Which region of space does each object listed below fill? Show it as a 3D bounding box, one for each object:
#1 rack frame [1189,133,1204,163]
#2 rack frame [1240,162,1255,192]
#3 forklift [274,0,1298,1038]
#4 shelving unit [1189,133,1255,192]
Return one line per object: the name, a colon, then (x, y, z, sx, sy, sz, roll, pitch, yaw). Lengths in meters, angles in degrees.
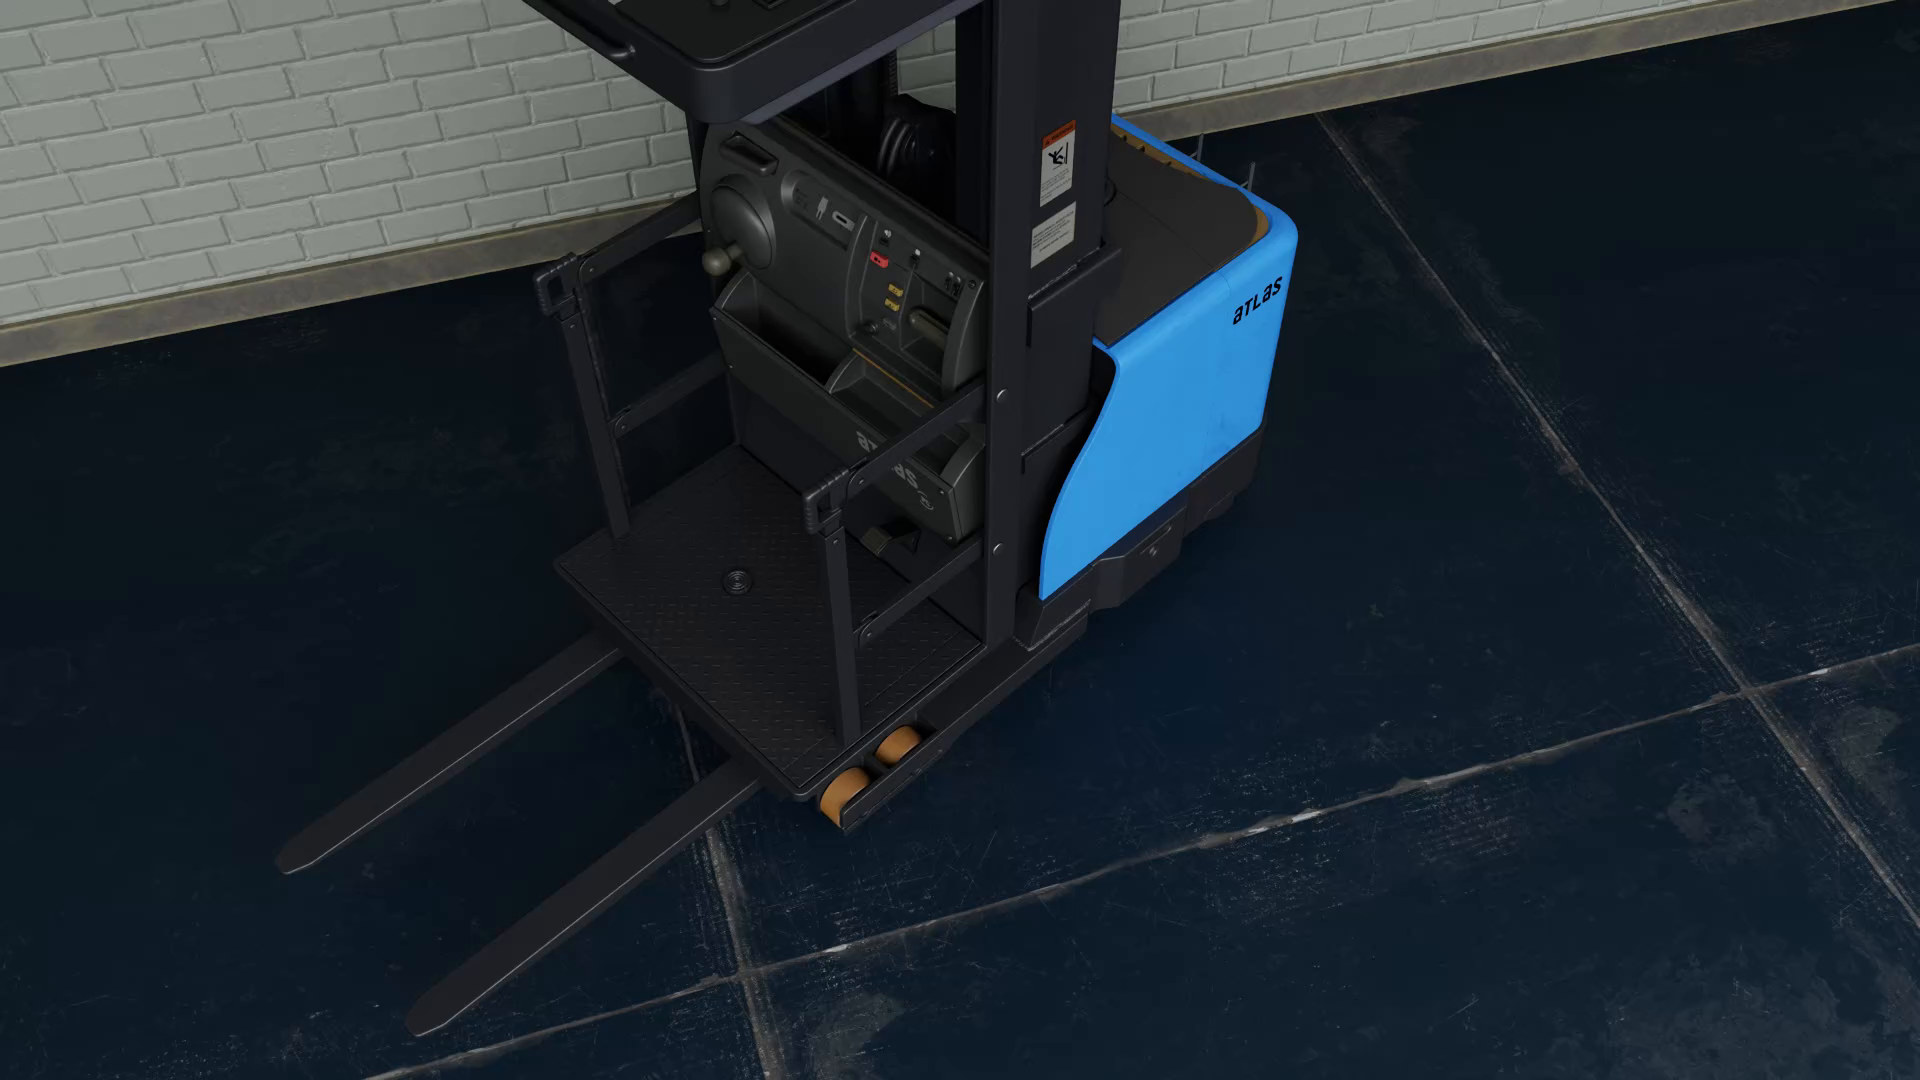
rack frame: (0.665, -0.902, 5.422, 0.240, 0.900, 0.006, -37, 59, -27)
rack frame: (0.807, -0.791, 5.328, 0.240, 0.900, 0.006, -37, 59, -27)
forklift: (-0.448, -0.608, 3.846, 3.031, 2.935, 1.130, -37, 59, -27)
shelving unit: (0.736, -0.846, 5.375, 0.258, 0.900, 0.210, -37, 59, -27)
